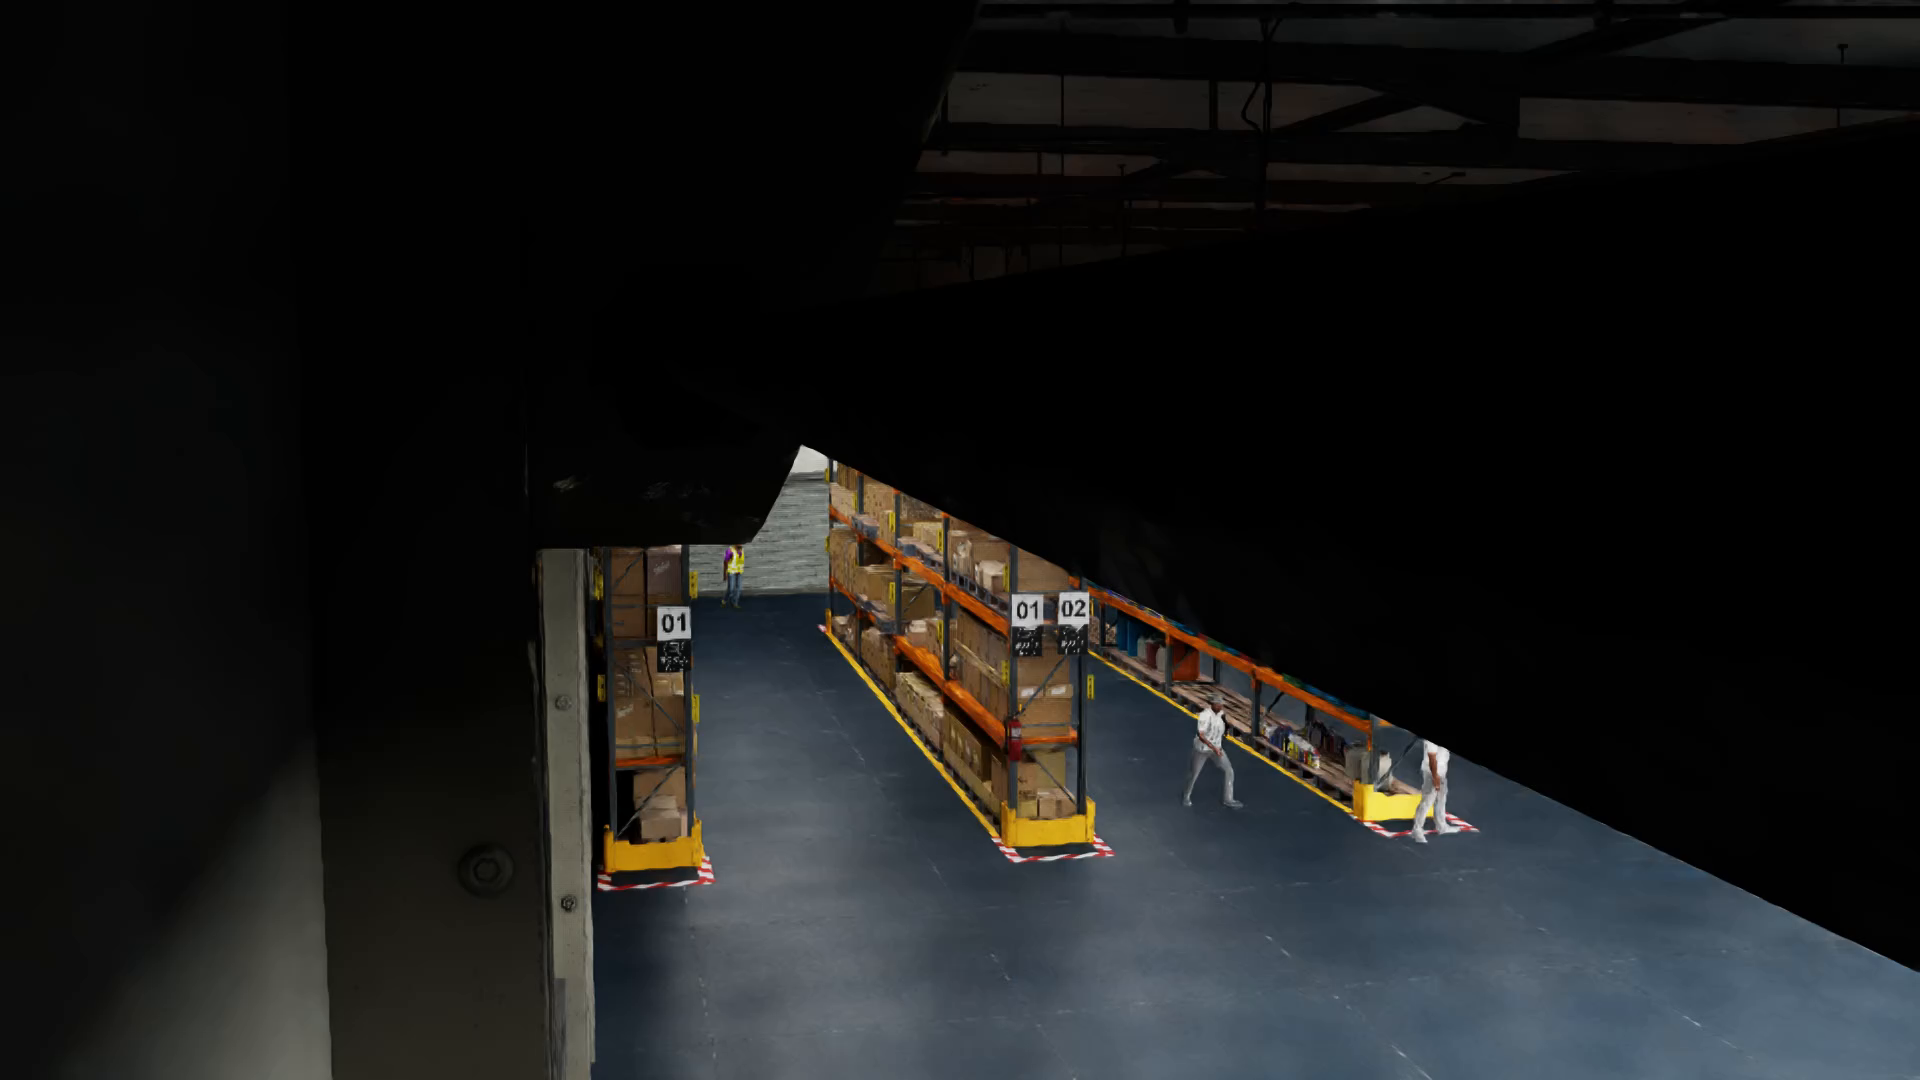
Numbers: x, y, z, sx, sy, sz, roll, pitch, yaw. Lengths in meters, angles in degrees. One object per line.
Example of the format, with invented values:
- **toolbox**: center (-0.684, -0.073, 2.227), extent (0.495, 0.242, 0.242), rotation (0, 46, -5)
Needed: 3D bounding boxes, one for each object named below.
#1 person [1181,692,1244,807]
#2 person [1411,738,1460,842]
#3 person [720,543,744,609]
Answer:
- **person**: center (3.411, 2.839, 22.685), extent (0.615, 1.609, 0.780), rotation (-4, 8, -33)
- **person**: center (6.079, 2.934, 21.195), extent (0.534, 1.758, 0.731), rotation (3, 7, 24)
- **person**: center (-5.404, 0.767, 39.594), extent (0.577, 1.756, 0.612), rotation (6, 9, 41)
